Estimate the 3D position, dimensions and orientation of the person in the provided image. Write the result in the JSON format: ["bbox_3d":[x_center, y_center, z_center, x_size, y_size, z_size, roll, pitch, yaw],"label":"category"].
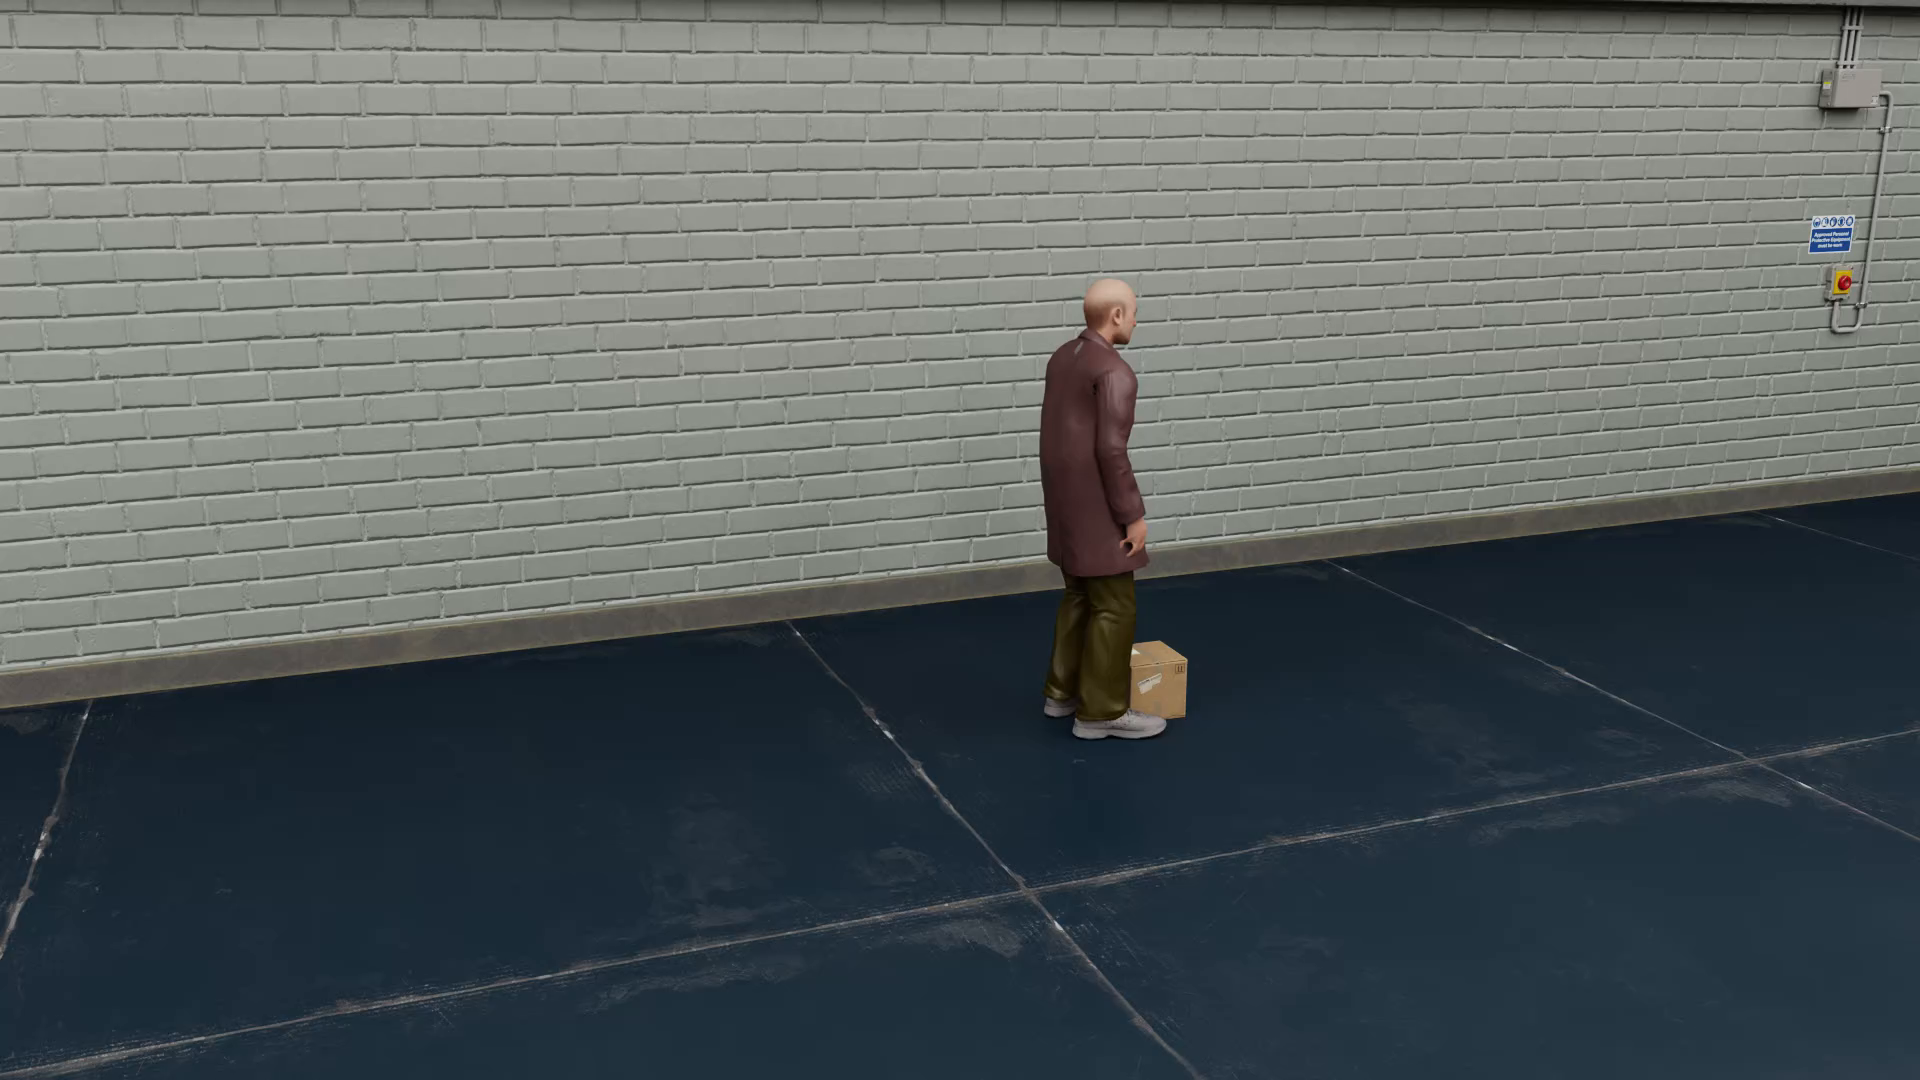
[{"bbox_3d":[0.534,-0.129,6.520,0.422,1.774,0.642,-6,16,-20],"label":"person"}]
